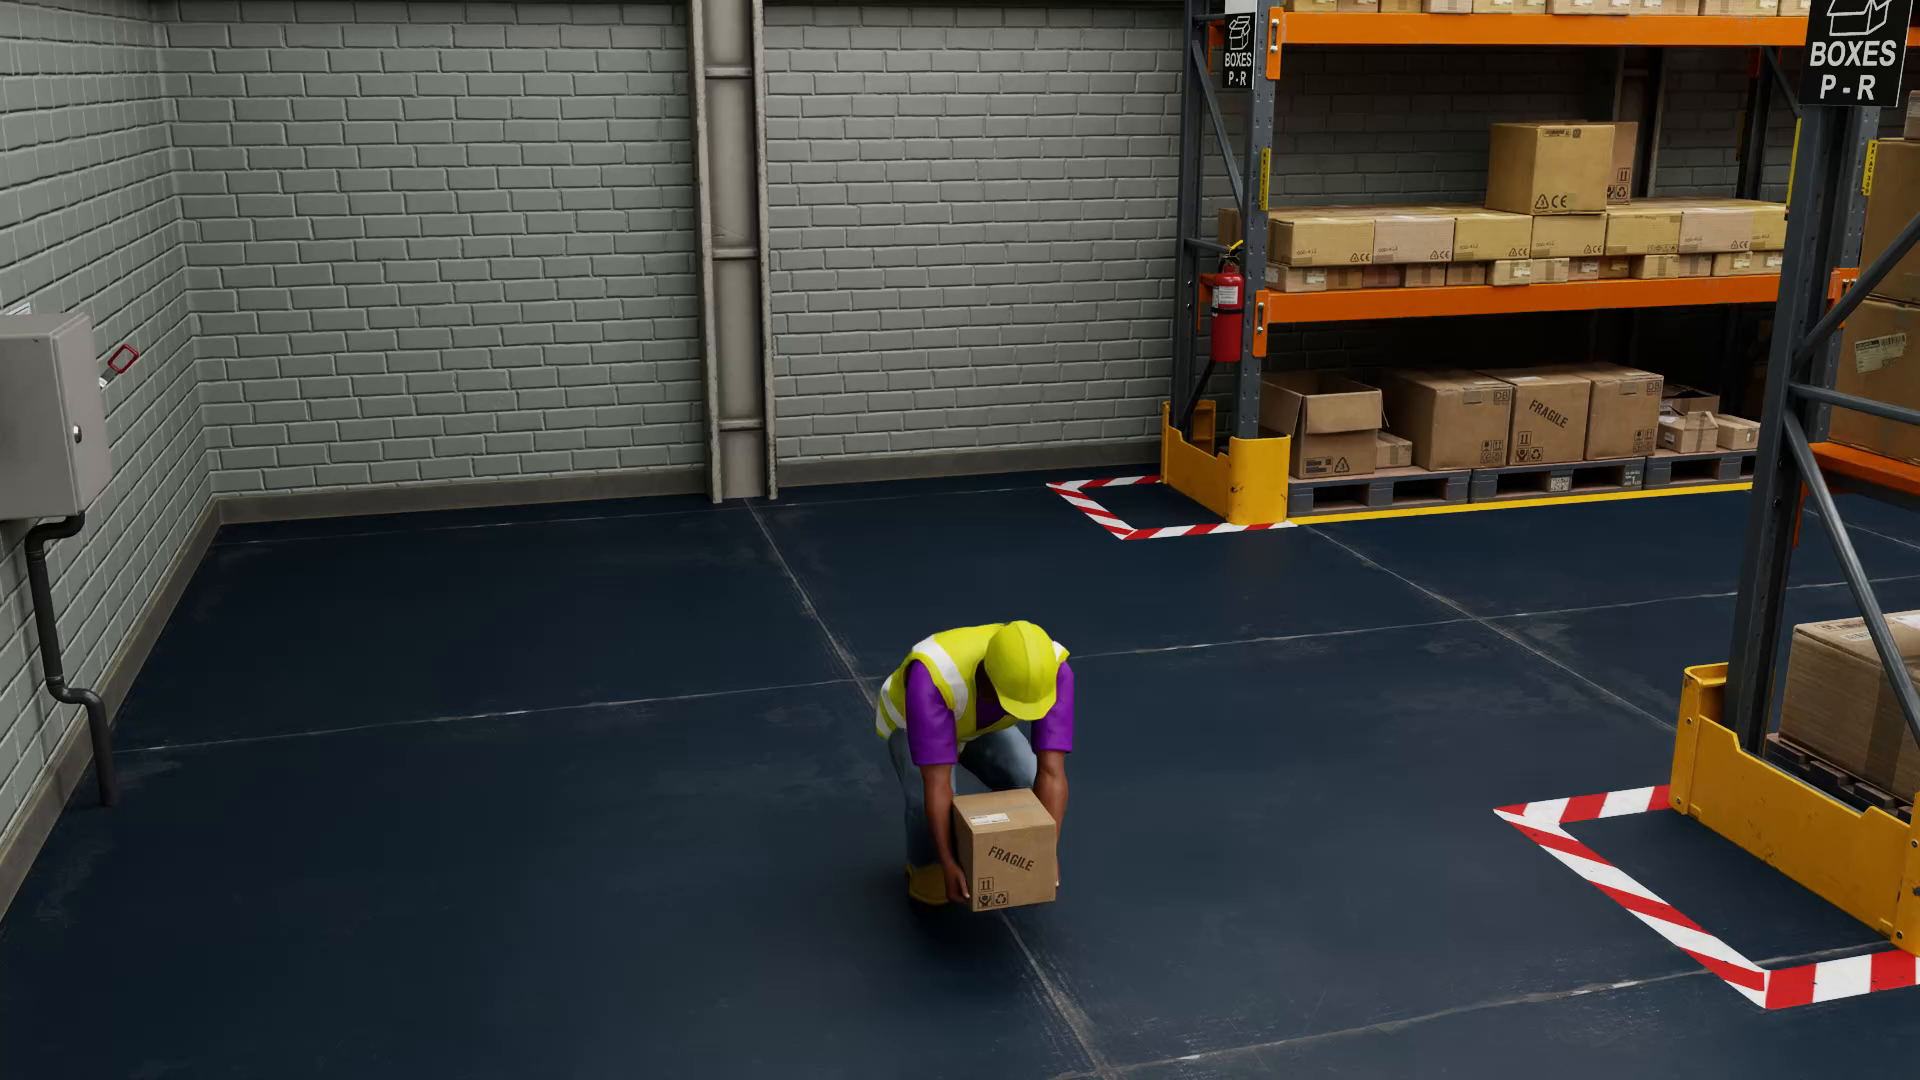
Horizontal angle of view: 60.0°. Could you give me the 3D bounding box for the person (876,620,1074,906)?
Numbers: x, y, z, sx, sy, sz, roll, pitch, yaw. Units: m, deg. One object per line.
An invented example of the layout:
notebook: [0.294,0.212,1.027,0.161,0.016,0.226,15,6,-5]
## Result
person: [0.065,0.642,5.124,0.541,1.012,0.899,-5,17,-17]
